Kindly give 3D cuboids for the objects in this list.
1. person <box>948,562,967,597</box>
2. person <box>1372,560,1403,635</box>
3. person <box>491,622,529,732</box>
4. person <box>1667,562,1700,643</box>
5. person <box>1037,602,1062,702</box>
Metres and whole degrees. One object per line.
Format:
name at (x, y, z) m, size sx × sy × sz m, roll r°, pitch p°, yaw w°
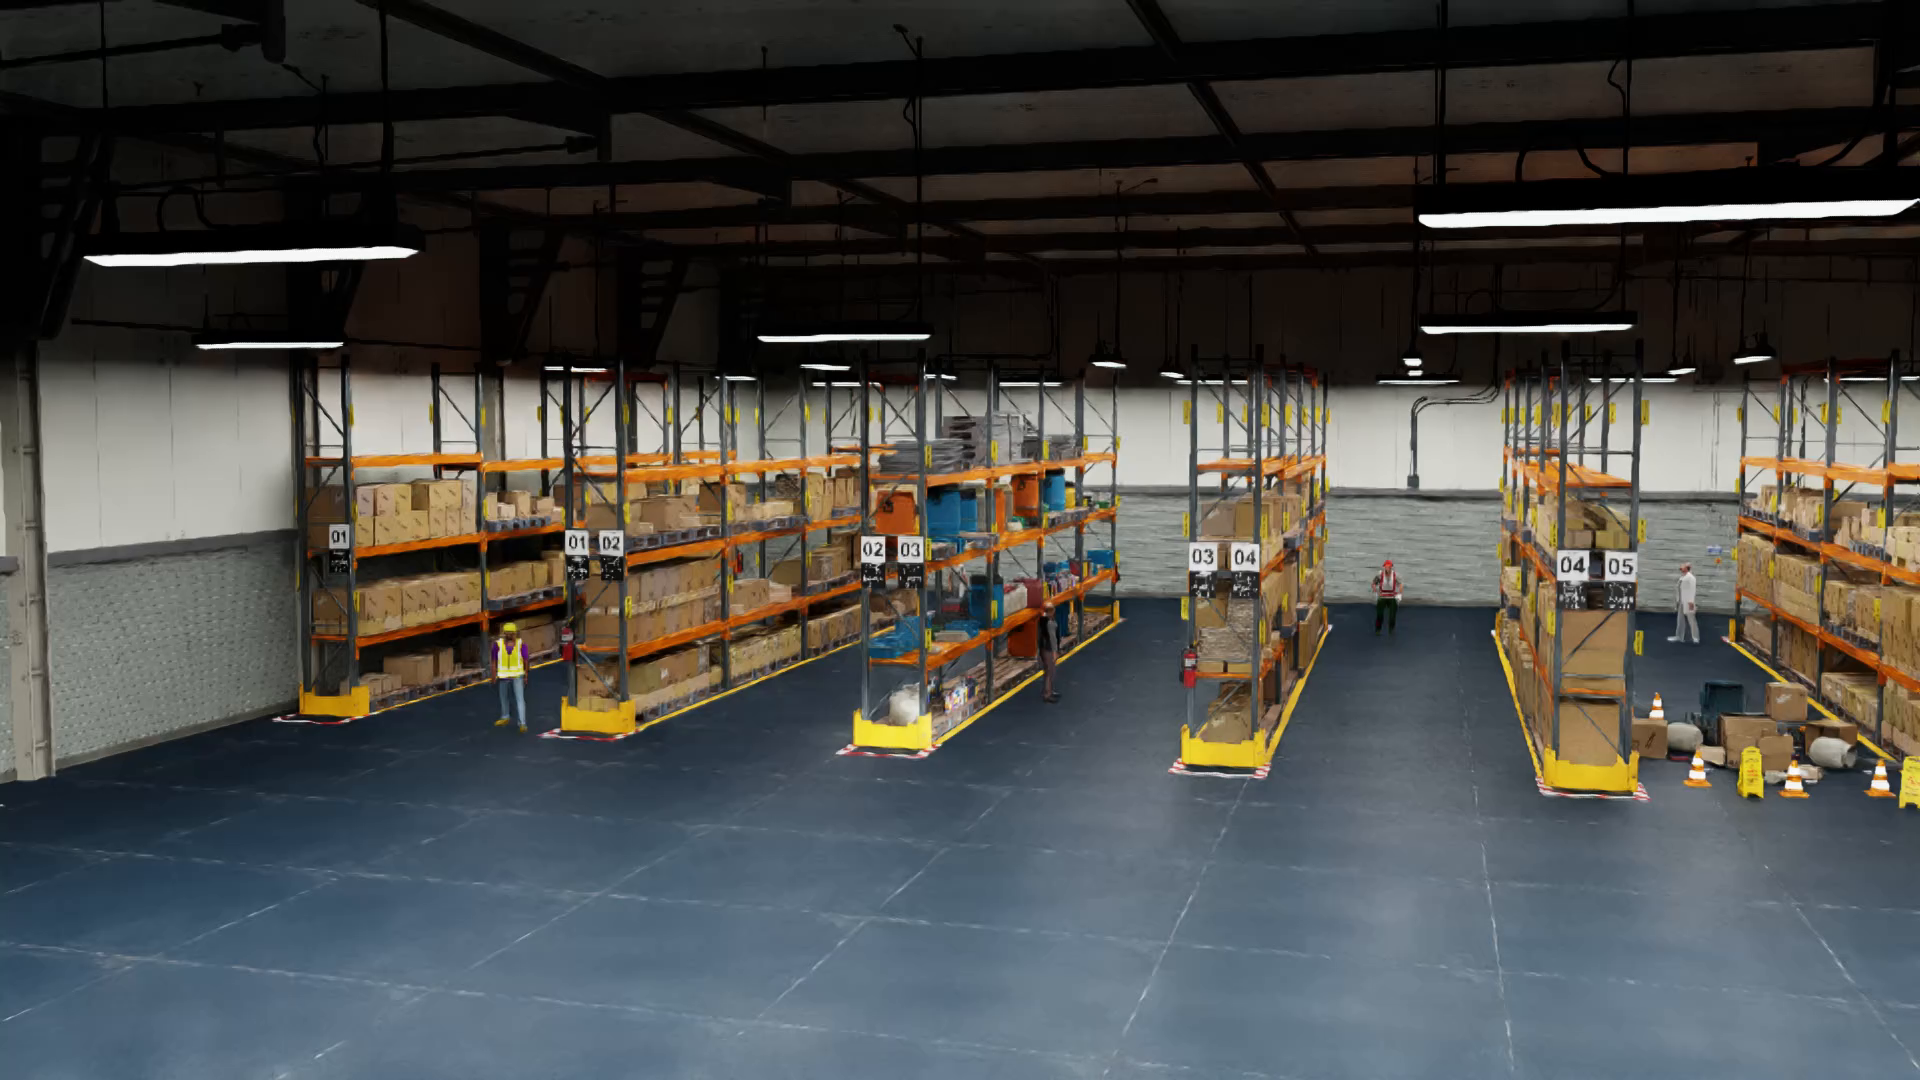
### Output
person at (-0.081, 1.094, 41.231) m, size 0.448 × 1.586 × 1.098 m, roll 1°, pitch 4°, yaw 13°
person at (9.729, 1.302, 37.877) m, size 0.677 × 1.742 × 0.552 m, roll 1°, pitch 4°, yaw 14°
person at (-7.138, 2.160, 26.384) m, size 0.596 × 1.737 × 0.932 m, roll -1°, pitch 4°, yaw -8°
person at (16.018, 1.362, 36.648) m, size 0.569 × 1.776 × 0.704 m, roll 0°, pitch 4°, yaw -1°
person at (1.604, 1.943, 29.140) m, size 0.448 × 1.730 × 0.586 m, roll -1°, pitch 4°, yaw -15°
